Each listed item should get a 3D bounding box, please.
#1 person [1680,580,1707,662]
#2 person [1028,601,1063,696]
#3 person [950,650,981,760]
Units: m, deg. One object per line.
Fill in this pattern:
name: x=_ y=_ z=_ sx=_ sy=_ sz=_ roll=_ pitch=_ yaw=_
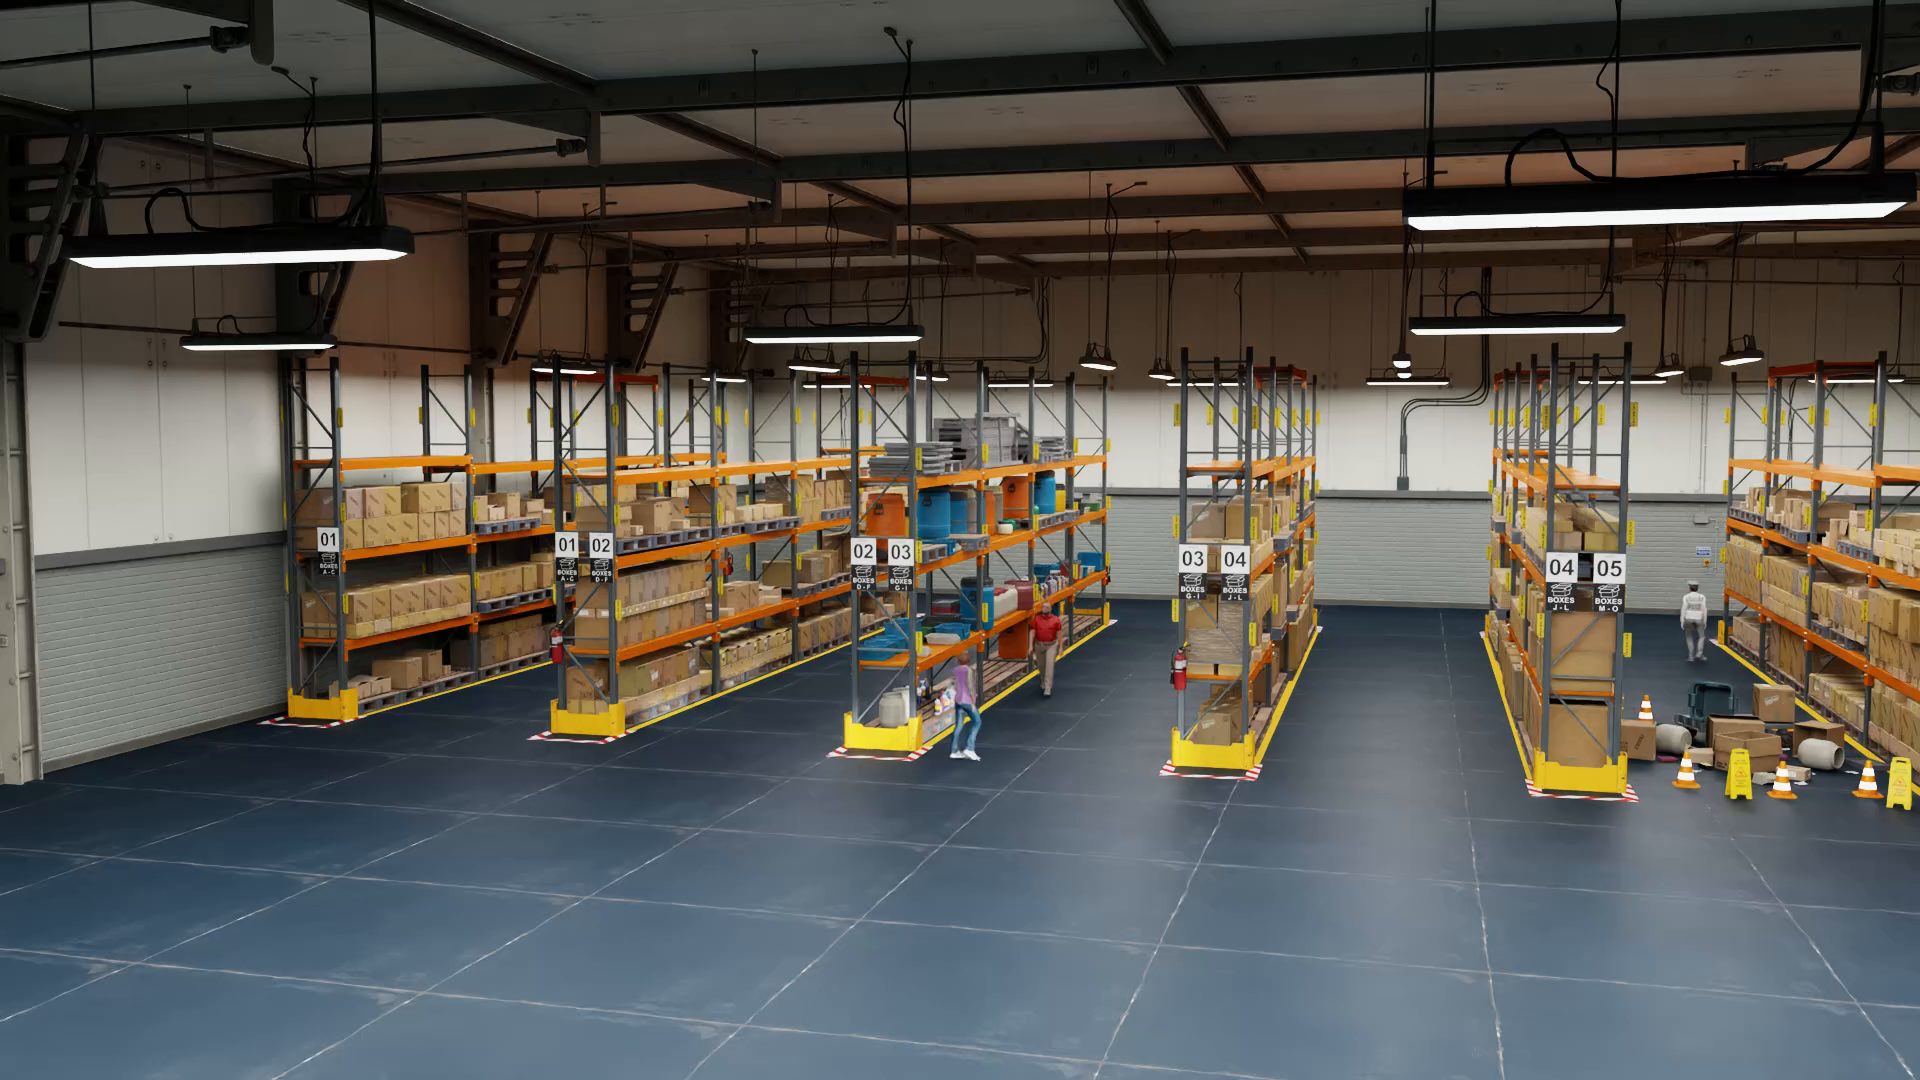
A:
person: x=15.043 y=1.672 z=34.092 sx=0.511 sy=1.673 sz=0.499 roll=1 pitch=4 yaw=15
person: x=1.536 y=1.945 z=30.163 sx=0.565 sy=1.660 sz=1.099 roll=1 pitch=4 yaw=12
person: x=0.035 y=2.419 z=24.395 sx=0.488 sy=1.600 sz=0.503 roll=-3 pitch=5 yaw=-38
